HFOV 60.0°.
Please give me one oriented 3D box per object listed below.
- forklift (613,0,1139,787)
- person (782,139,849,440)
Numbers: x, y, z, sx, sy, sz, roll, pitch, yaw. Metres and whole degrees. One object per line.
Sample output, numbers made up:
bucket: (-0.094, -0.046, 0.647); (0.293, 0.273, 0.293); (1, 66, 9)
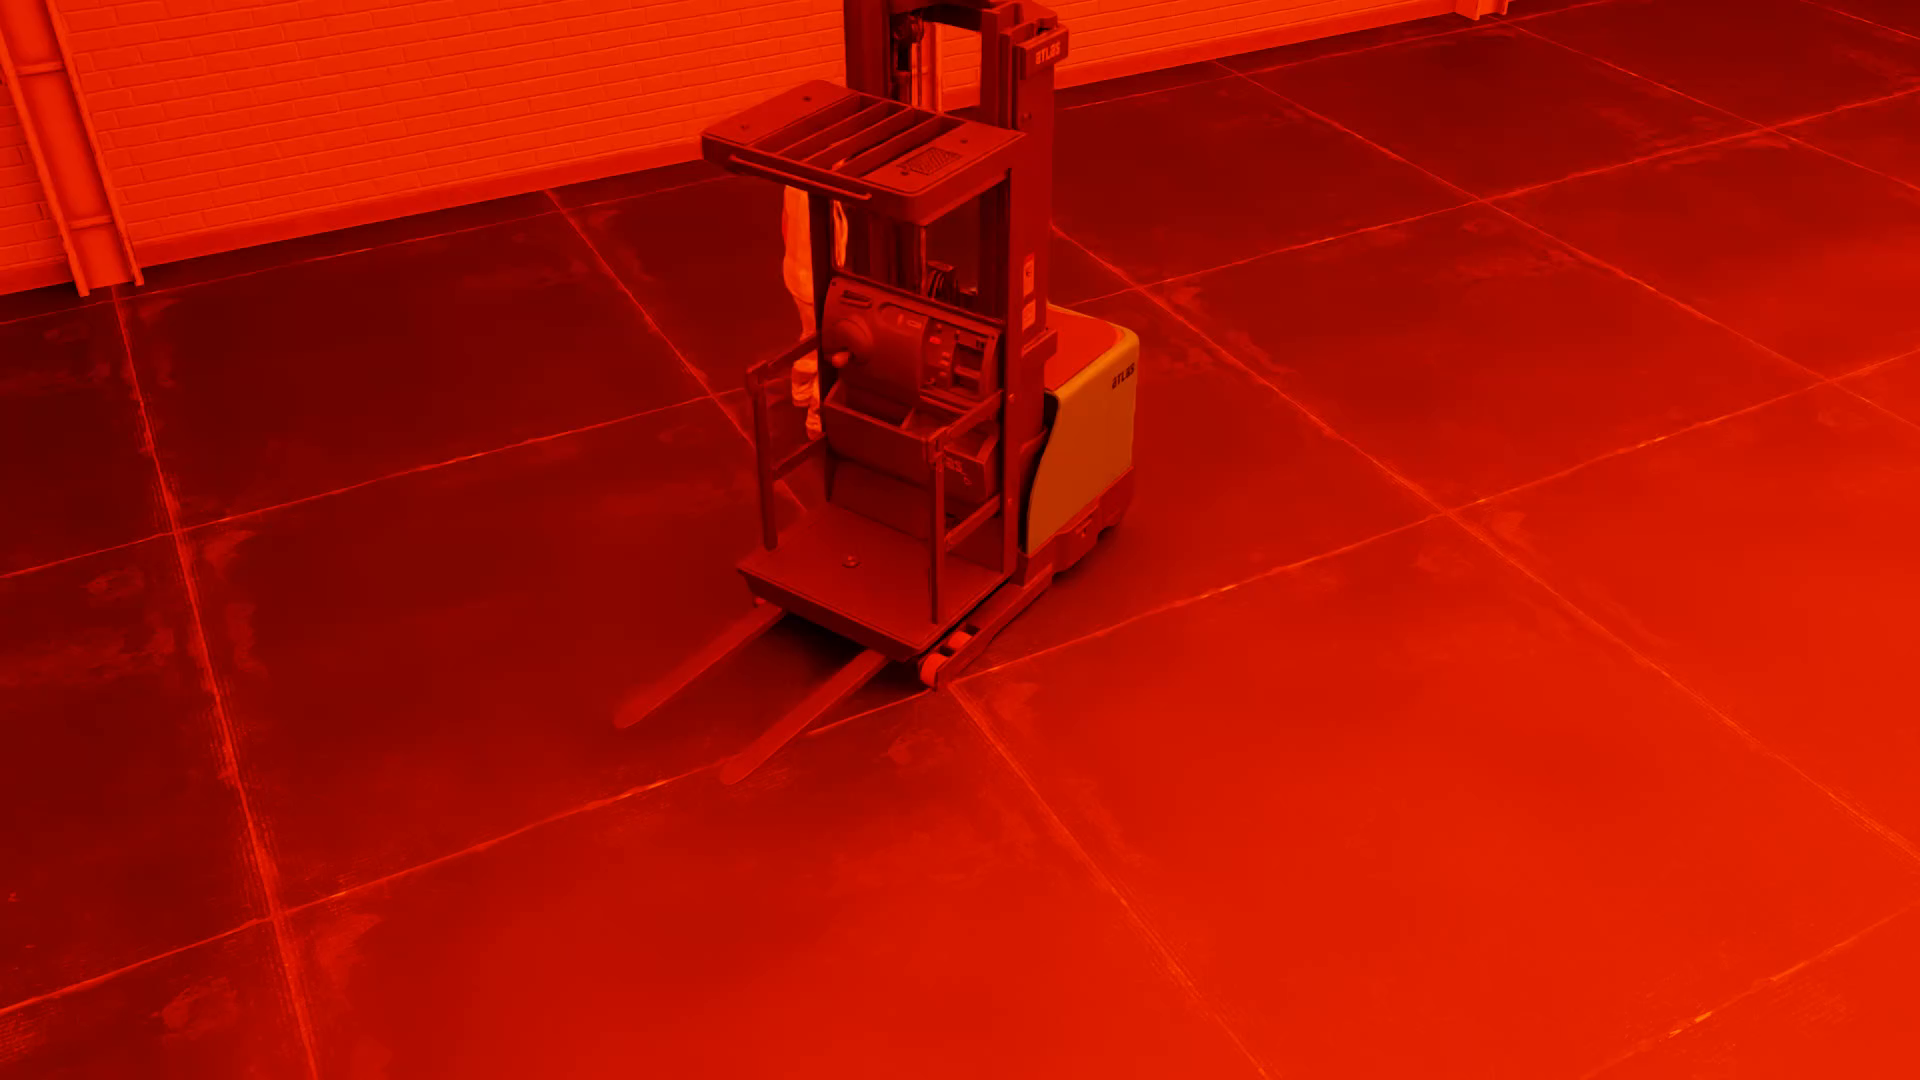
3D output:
forklift: (-0.351, -0.825, 7.291); (1.130, 2.935, 3.031); (22, 41, 28)
person: (-0.740, -1.397, 9.121); (0.423, 1.753, 0.819); (-18, 39, -24)
